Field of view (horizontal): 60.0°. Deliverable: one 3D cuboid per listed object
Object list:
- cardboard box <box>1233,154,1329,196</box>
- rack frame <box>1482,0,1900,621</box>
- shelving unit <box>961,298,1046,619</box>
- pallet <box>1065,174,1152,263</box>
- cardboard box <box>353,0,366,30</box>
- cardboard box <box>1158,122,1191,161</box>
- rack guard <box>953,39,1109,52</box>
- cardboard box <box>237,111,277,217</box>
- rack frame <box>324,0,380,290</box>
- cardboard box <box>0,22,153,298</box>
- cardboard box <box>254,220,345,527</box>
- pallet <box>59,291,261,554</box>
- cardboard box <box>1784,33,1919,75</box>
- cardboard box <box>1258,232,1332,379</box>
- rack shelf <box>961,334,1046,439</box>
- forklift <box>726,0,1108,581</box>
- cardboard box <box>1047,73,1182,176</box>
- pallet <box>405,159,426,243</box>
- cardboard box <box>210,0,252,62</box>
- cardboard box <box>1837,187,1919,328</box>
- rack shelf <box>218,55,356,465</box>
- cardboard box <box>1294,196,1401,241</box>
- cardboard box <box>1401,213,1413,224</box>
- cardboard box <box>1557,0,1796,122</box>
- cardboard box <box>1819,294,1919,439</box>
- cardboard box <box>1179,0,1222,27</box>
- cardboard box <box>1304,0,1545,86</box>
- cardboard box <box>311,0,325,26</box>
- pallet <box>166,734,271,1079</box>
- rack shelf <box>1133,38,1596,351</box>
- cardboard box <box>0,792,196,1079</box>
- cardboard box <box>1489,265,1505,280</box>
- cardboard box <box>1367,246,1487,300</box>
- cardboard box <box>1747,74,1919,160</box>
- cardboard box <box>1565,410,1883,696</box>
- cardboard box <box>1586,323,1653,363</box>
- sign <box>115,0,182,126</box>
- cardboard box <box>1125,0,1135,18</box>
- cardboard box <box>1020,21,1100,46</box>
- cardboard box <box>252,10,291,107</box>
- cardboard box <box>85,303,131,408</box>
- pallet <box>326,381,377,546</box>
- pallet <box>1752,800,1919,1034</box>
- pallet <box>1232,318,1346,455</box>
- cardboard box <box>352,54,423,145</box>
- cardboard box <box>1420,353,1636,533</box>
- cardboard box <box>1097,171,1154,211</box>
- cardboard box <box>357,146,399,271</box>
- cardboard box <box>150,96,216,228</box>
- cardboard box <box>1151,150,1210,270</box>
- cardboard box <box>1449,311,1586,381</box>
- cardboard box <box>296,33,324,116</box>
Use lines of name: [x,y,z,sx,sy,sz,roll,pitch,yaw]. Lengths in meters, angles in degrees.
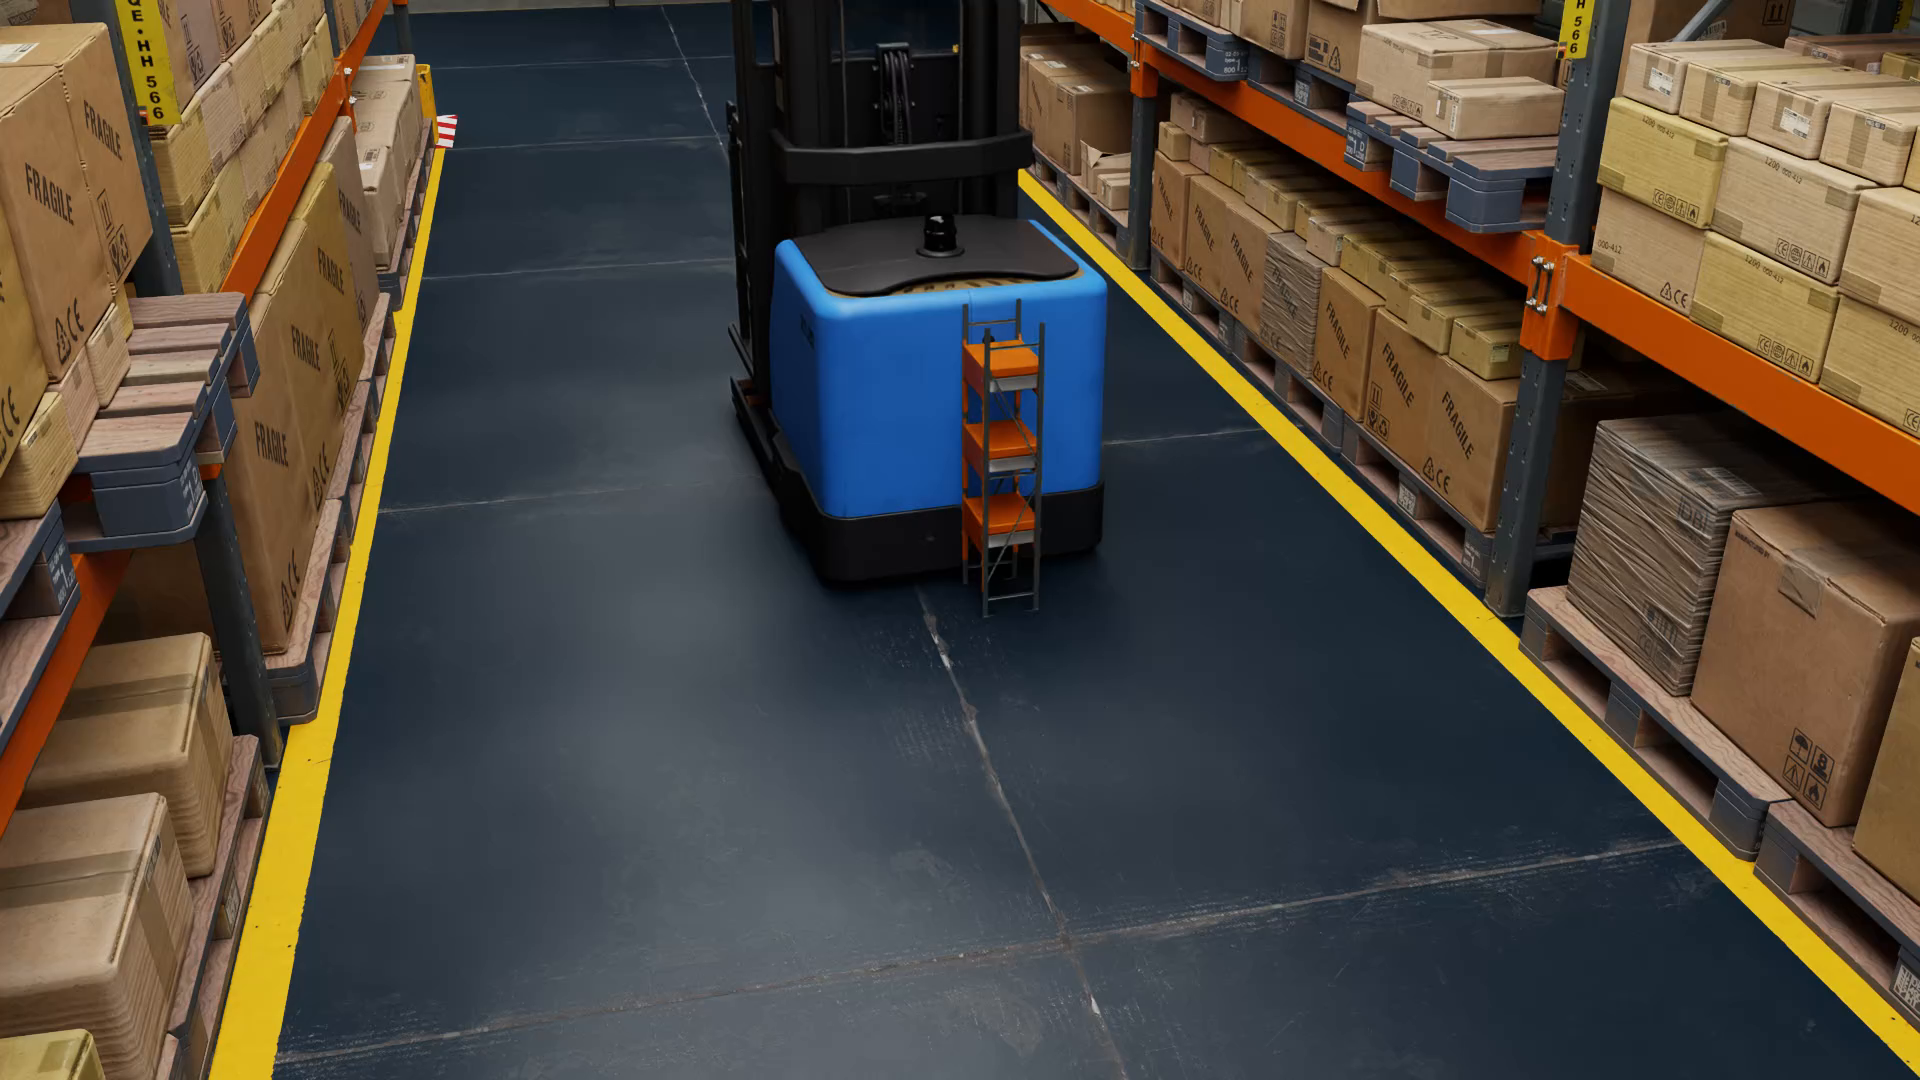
cardboard box: [1.529,-1.728,7.934,0.380,0.149,0.250,-6,27,-12]
rack frame: [2.327,-1.140,5.179,1.000,3.000,0.127,-6,27,-12]
shelving unit: [0.140,-0.264,5.609,0.215,1.050,0.252,-7,28,-14]
pallet: [1.272,-1.953,9.884,1.003,0.211,1.213,-6,27,-12]
cardboard box: [-3.370,-2.889,8.533,0.500,0.500,0.500,-6,27,-11]
cardboard box: [1.247,-2.073,8.615,0.380,0.149,0.250,-5,27,-9]
rack guard: [0.541,-3.503,12.635,1.175,0.500,0.348,-6,27,-12]
cardboard box: [-2.619,-1.262,5.588,0.500,0.250,0.500,-5,27,-10]
rack frame: [-3.410,-2.390,7.657,1.000,3.000,0.127,-6,27,-12]
cardboard box: [-2.135,-0.828,3.654,0.500,0.500,0.500,-7,28,-13]
cardboard box: [-2.780,-0.577,5.956,0.875,0.875,0.875,-6,27,-11]
pallet: [-2.244,-0.247,3.622,1.213,0.211,1.003,-6,27,-12]
cardboard box: [2.597,-1.352,4.769,0.380,0.149,0.250,-5,27,-10]
cardboard box: [1.664,-1.052,7.313,0.500,0.500,0.500,-7,28,-13]
rack shelf: [0.140,-0.508,5.486,0.215,0.259,0.240,-7,28,-14]
forklift: [-0.378,-1.810,6.583,1.130,2.935,3.031,-7,28,-14]
cardboard box: [0.958,-2.610,10.401,0.700,0.500,0.500,-7,28,-14]
pallet: [-3.783,-2.024,10.025,1.003,0.211,1.213,-6,27,-12]
cardboard box: [-2.604,-1.812,5.291,0.500,0.500,0.500,-5,27,-10]
cardboard box: [2.401,-0.625,3.771,0.500,0.250,0.500,-7,28,-13]
rack shelf: [-2.959,-1.191,6.079,1.077,0.370,4.000,-6,27,-12]
cardboard box: [1.692,-1.390,7.263,0.380,0.149,0.250,-6,27,-11]
cardboard box: [2.150,-1.447,7.376,0.380,0.149,0.250,-7,28,-14]
cardboard box: [2.363,-1.614,5.541,0.500,0.500,0.500,-5,27,-9]
cardboard box: [2.420,-0.407,3.893,0.500,0.250,0.500,-7,28,-13]
cardboard box: [1.433,-2.666,7.625,0.700,0.500,0.500,-6,27,-11]
cardboard box: [1.779,-2.071,6.444,0.797,0.503,0.637,-7,28,-13]
cardboard box: [-3.074,-2.378,7.243,0.500,0.250,0.500,-6,27,-12]
pallet: [-2.334,0.954,4.126,1.003,0.211,1.213,-6,27,-12]
rack shelf: [1.876,-1.697,7.081,1.077,0.370,4.000,-6,27,-12]
cardboard box: [-2.217,0.924,3.541,0.950,0.372,0.625,-6,27,-13]
cardboard box: [2.374,-1.111,6.710,0.380,0.149,0.250,-7,28,-14]
cardboard box: [1.845,-1.049,6.588,0.380,0.149,0.250,-5,27,-10]
cardboard box: [2.256,-1.077,4.224,0.380,0.149,0.250,-5,27,-10]
cardboard box: [2.454,0.008,5.075,0.875,0.625,0.625,-5,27,-10]
cardboard box: [2.513,-0.762,6.018,0.380,0.149,0.250,-5,27,-9]
sign: [-1.982,-1.175,4.052,0.100,0.325,0.005,-6,27,-12]
cardboard box: [1.107,-2.898,8.942,0.380,0.149,0.250,-6,27,-11]
cardboard box: [0.569,-3.447,12.054,0.797,0.503,0.637,-7,28,-14]
cardboard box: [-2.699,-1.709,5.919,0.500,0.250,0.500,-5,27,-11]
cardboard box: [-1.974,-0.373,3.473,0.380,0.149,0.250,-6,27,-12]
pallet: [-2.884,-0.278,6.566,1.003,0.211,1.213,-6,27,-12]
pallet: [2.746,1.005,4.025,1.003,0.211,1.213,-6,27,-12]
pallet: [1.924,-0.761,7.524,1.003,0.211,1.213,-6,27,-12]
cardboard box: [-4.065,-2.910,11.065,0.875,0.438,0.875,-7,28,-13]
cardboard box: [2.022,-0.375,5.973,0.500,0.500,0.500,-5,27,-10]
cardboard box: [1.014,-2.025,9.632,0.380,0.149,0.250,-7,28,-13]
cardboard box: [-3.447,-1.720,8.707,0.875,0.438,0.875,-6,27,-12]
cardboard box: [-2.382,-1.038,4.589,0.500,0.250,0.500,-6,27,-12]
cardboard box: [1.315,-1.732,8.661,0.500,0.500,0.500,-5,27,-9]
cardboard box: [1.969,-0.692,5.881,0.380,0.149,0.250,-7,28,-14]
cardboard box: [-2.949,-1.928,6.908,0.500,0.250,0.500,-6,27,-12]
